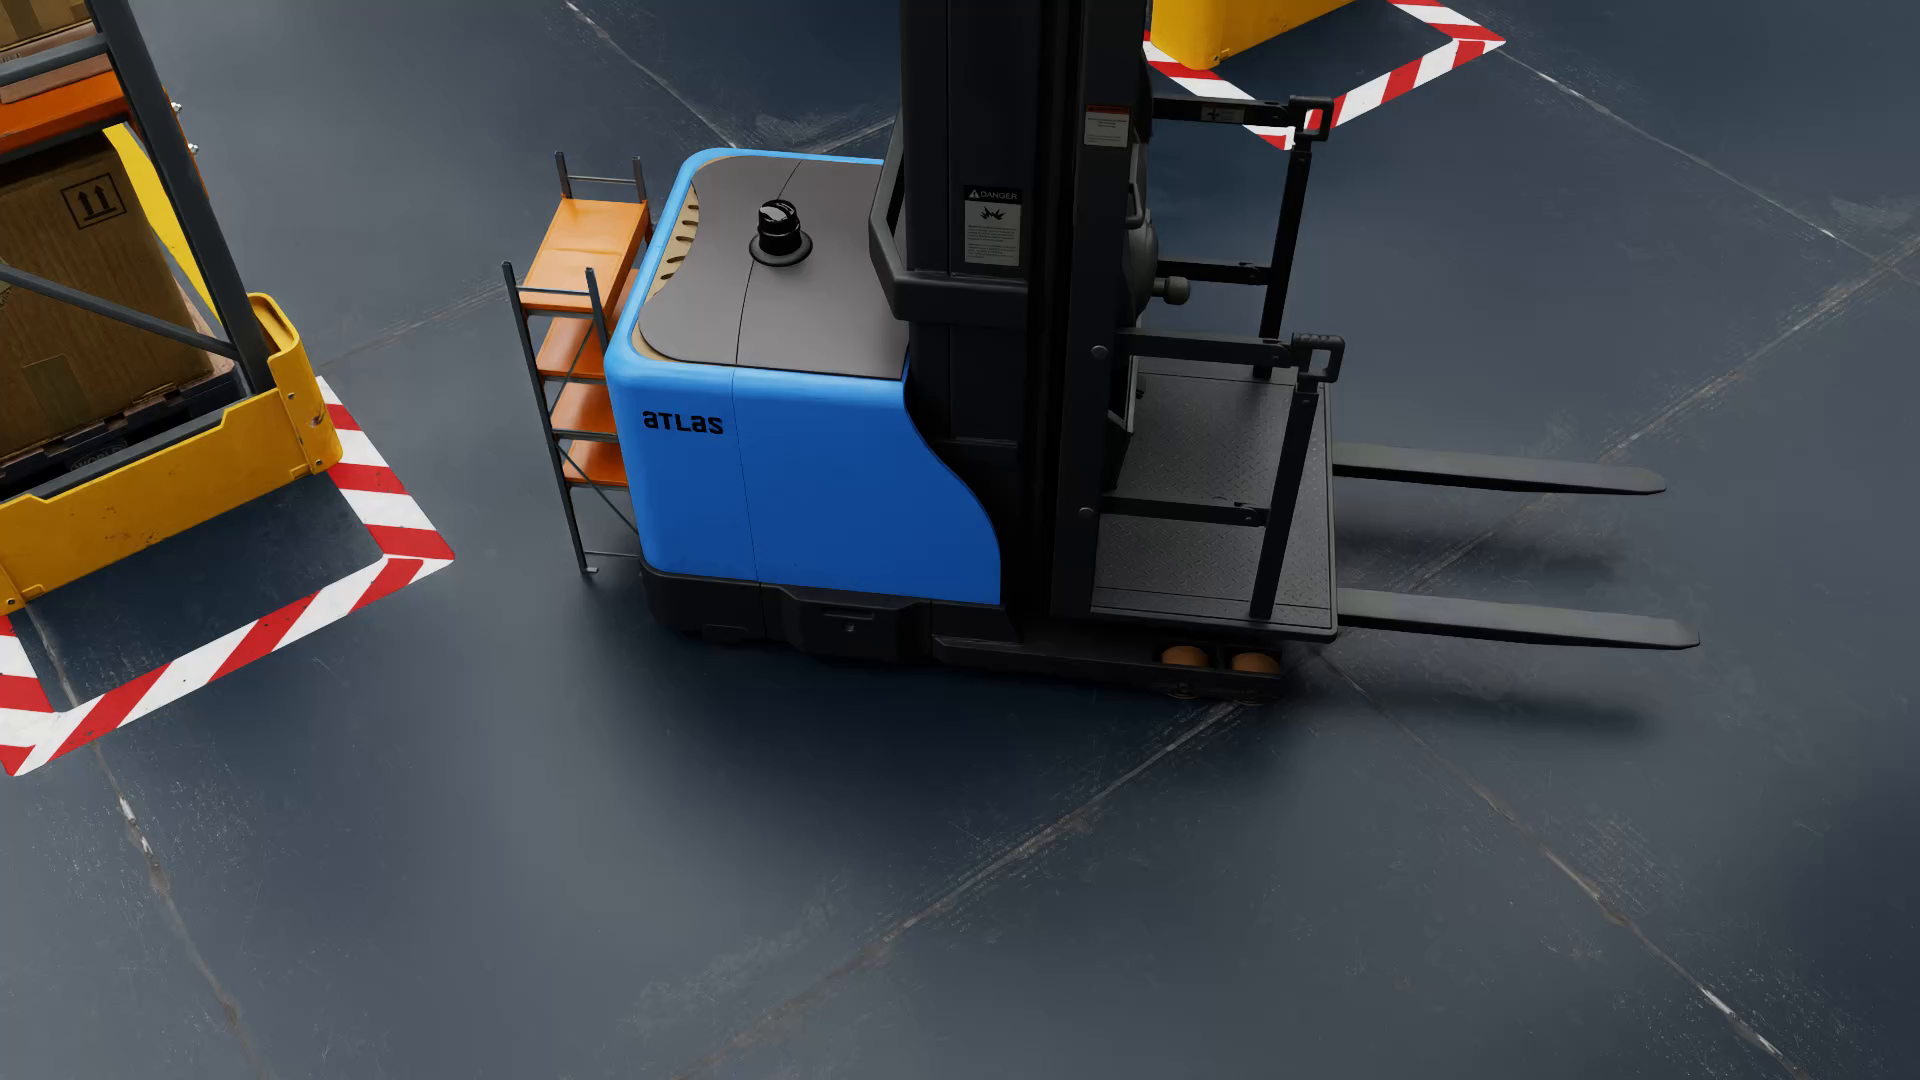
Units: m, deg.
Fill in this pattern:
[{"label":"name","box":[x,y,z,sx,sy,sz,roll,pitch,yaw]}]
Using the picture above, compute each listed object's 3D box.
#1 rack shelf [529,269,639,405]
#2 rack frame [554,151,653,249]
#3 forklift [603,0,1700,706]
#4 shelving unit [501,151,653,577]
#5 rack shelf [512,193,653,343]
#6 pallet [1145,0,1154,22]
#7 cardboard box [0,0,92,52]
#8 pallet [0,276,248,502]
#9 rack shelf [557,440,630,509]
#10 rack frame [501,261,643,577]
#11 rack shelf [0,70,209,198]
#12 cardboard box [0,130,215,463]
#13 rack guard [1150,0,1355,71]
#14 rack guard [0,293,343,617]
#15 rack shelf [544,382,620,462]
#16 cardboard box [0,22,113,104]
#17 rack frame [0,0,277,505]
[{"label":"rack shelf","box":[-1.031,-0.585,4.760,0.258,0.148,0.480,5,48,4]},{"label":"rack frame","box":[-1.002,-0.660,5.038,0.240,1.200,0.015,5,48,4]},{"label":"forklift","box":[0.626,-0.926,4.111,3.031,2.935,1.130,5,48,5]},{"label":"shelving unit","box":[-1.031,-0.480,4.876,0.258,1.200,0.503,5,48,4]},{"label":"rack shelf","box":[-1.031,-0.744,4.584,0.258,0.148,0.480,5,48,4]},{"label":"pallet","box":[0.874,-2.918,7.753,1.003,0.211,1.213,-29,54,-24]},{"label":"cardboard box","box":[-2.675,-1.583,4.560,0.500,0.250,0.500,-31,55,-25]},{"label":"pallet","box":[-3.146,-0.629,5.677,1.003,0.211,1.213,-29,54,-24]},{"label":"rack shelf","box":[-1.031,-0.302,5.073,0.258,0.148,0.480,5,48,4]},{"label":"rack frame","box":[-1.059,-0.301,4.713,0.240,1.200,0.015,5,48,4]},{"label":"rack shelf","box":[-3.811,-2.067,5.584,1.077,0.370,4.000,-29,54,-24]},{"label":"cardboard box","box":[-3.051,-0.898,5.190,0.875,0.875,0.875,-29,54,-24]},{"label":"rack guard","box":[1.367,-2.503,7.181,1.175,0.500,0.348,-29,54,-24]},{"label":"rack guard","box":[-2.585,-0.275,5.162,1.175,0.500,0.348,-29,54,-24]},{"label":"rack shelf","box":[-1.031,-0.435,4.925,0.258,0.148,0.480,5,48,4]},{"label":"cardboard box","box":[-2.552,-1.402,4.666,0.380,0.149,0.250,-29,54,-24]},{"label":"rack frame","box":[-2.600,-1.129,4.249,1.000,3.000,0.127,-29,54,-24]}]
